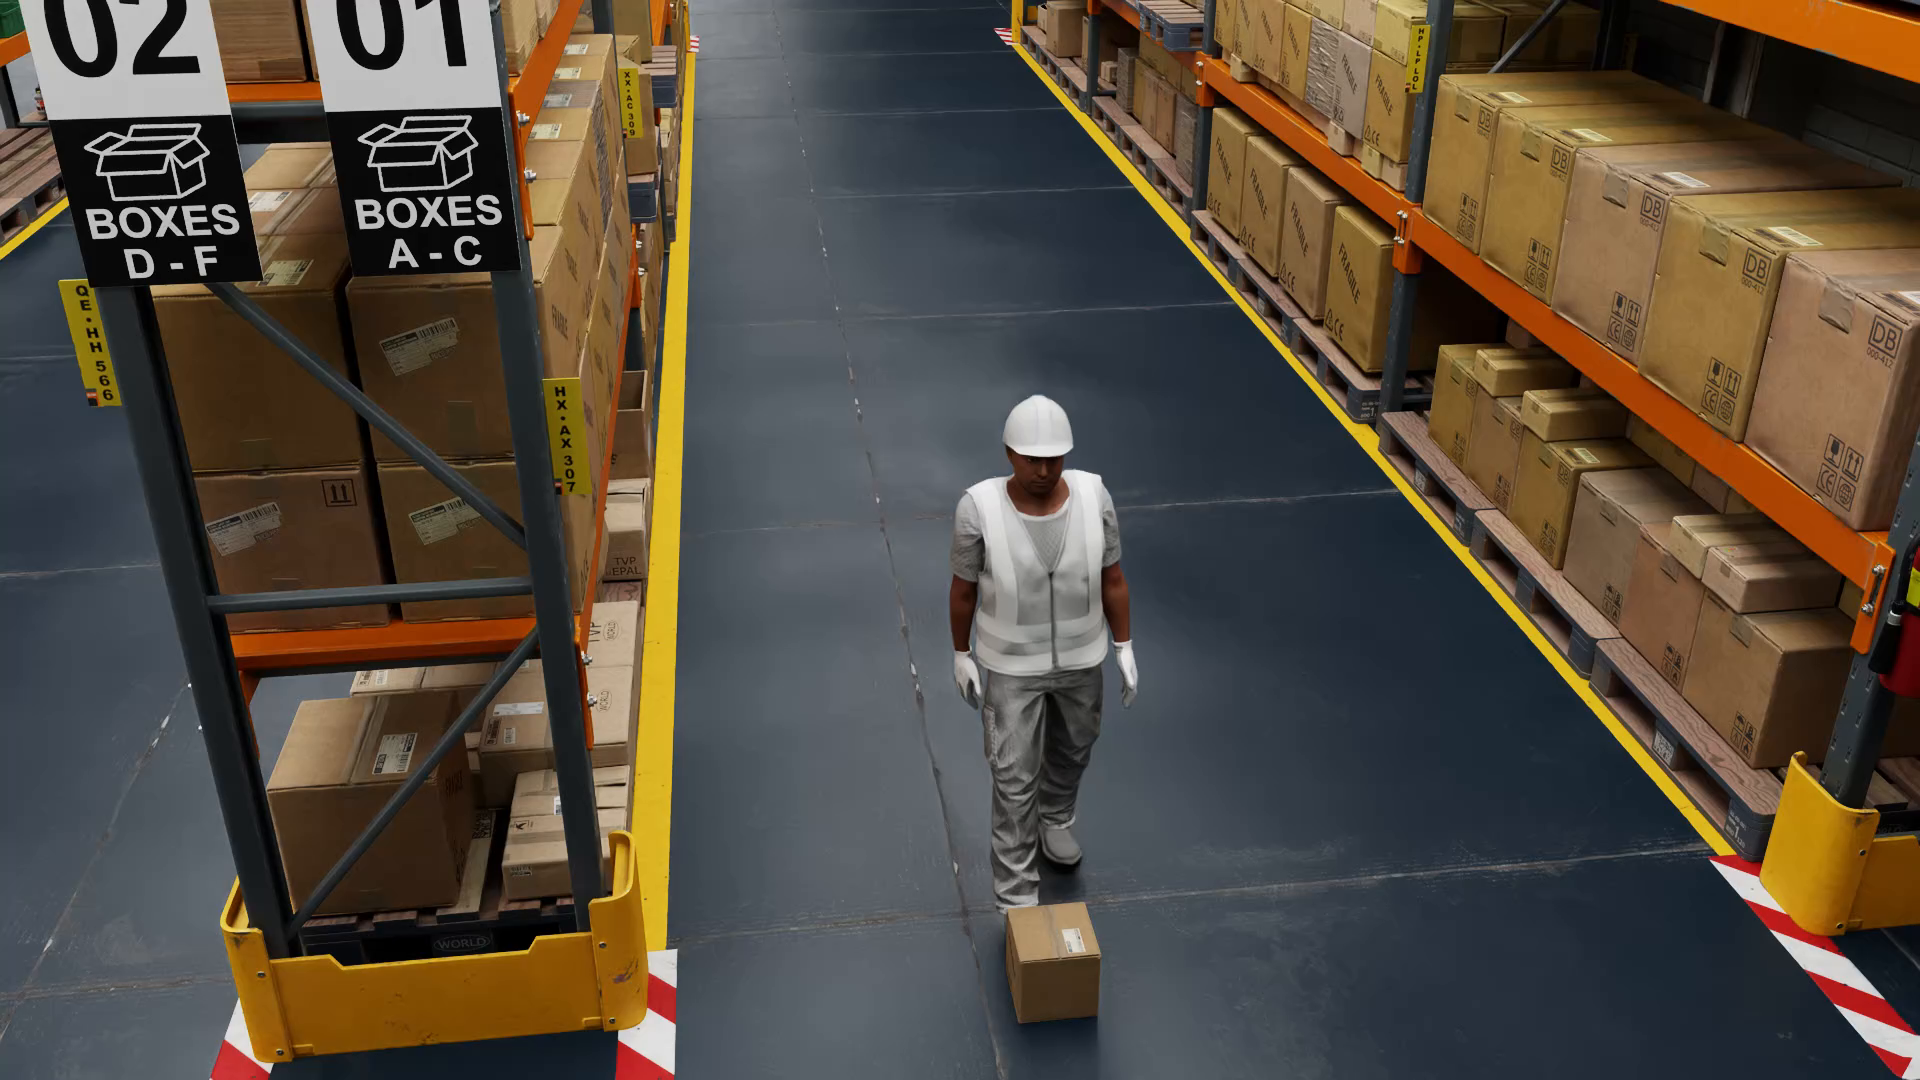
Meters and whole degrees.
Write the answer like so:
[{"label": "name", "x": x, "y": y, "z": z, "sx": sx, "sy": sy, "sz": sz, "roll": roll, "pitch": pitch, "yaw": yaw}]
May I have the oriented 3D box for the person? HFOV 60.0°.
[{"label": "person", "x": 0.289, "y": 0.413, "z": 5.257, "sx": 0.578, "sy": 1.772, "sz": 0.774, "roll": -7, "pitch": 28, "yaw": -13}]
